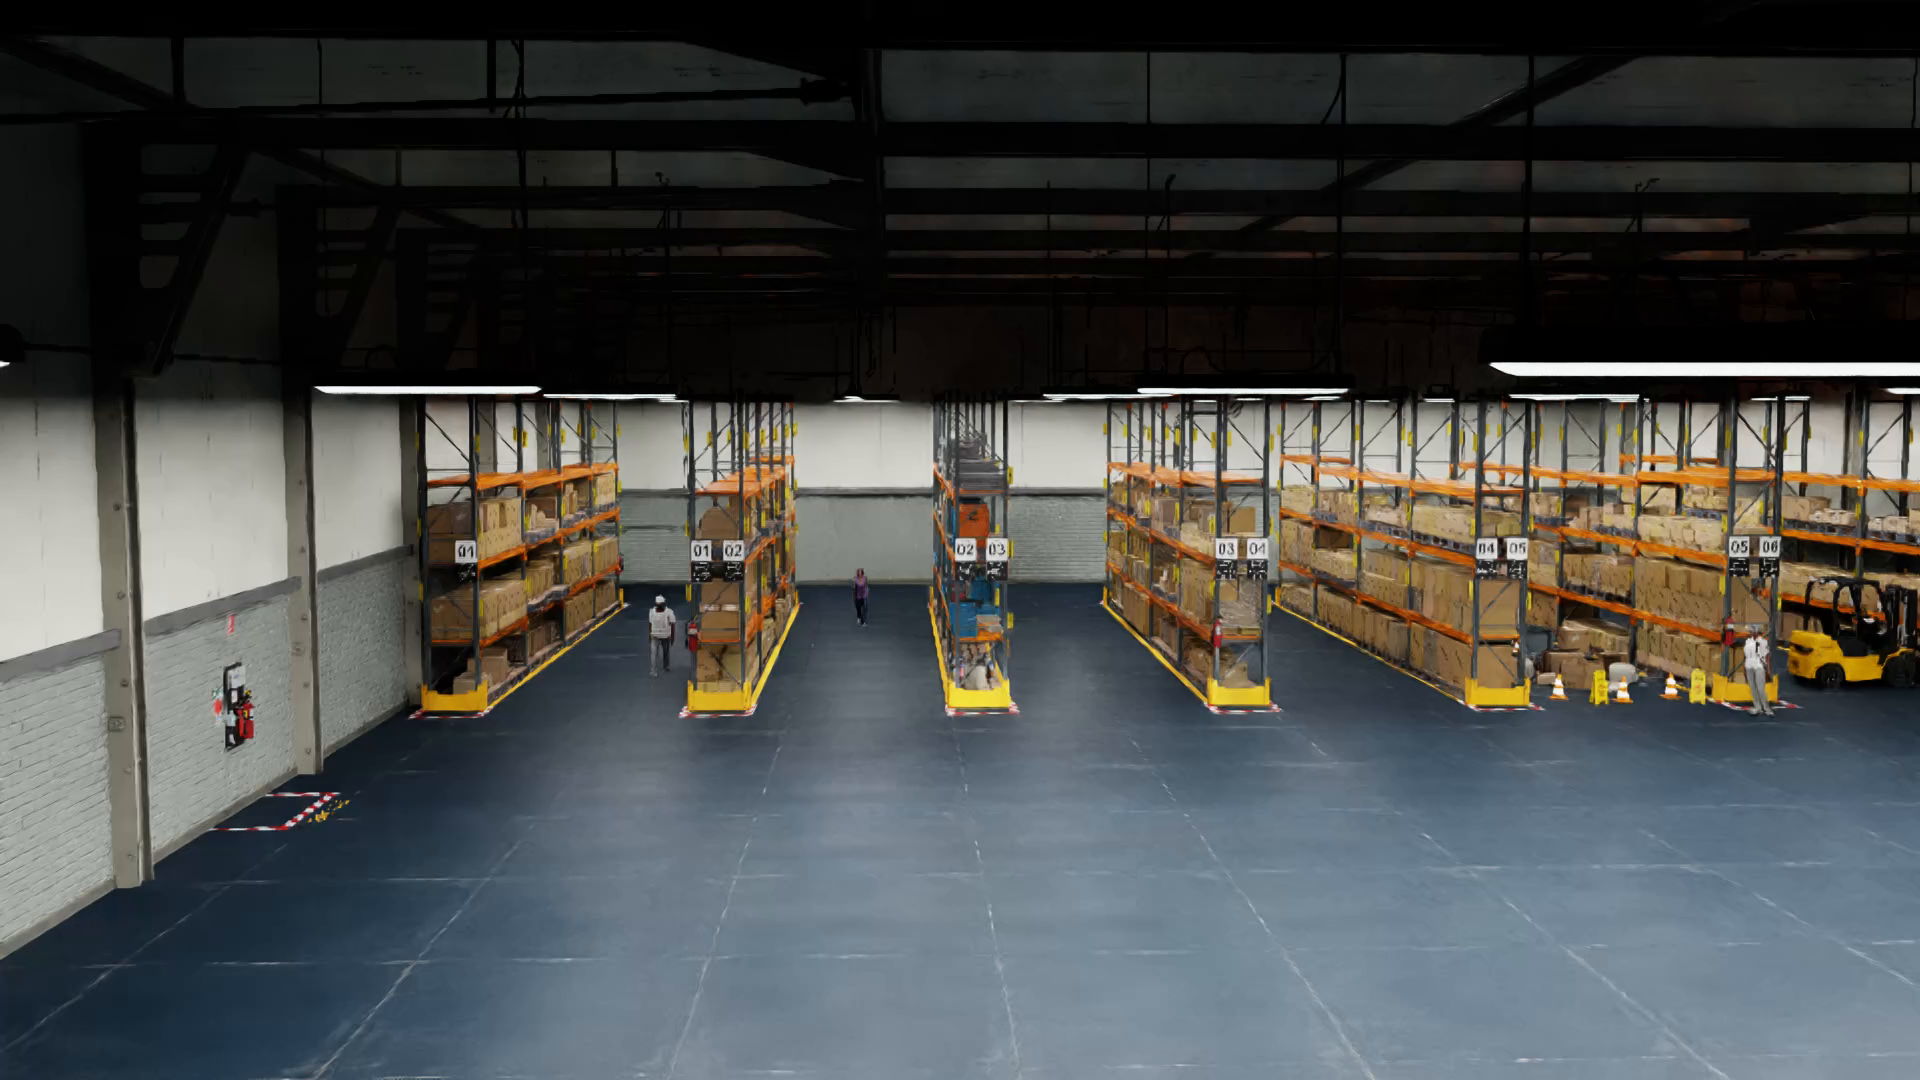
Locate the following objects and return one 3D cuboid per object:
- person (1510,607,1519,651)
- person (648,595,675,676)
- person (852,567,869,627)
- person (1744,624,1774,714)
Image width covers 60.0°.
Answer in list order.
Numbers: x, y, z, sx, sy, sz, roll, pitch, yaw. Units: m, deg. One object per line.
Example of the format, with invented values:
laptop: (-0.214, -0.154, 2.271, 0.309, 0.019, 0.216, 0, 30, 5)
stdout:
person: (12.681, 1.715, 38.025, 0.577, 1.785, 0.655, 2, 5, 26)
person: (-6.317, 2.000, 35.187, 0.575, 1.689, 1.128, 0, 5, -5)
person: (-2.575, 1.452, 42.928, 0.417, 1.517, 1.037, 0, 5, 0)
person: (14.738, 2.379, 30.688, 0.390, 1.669, 0.574, -3, 6, -32)
